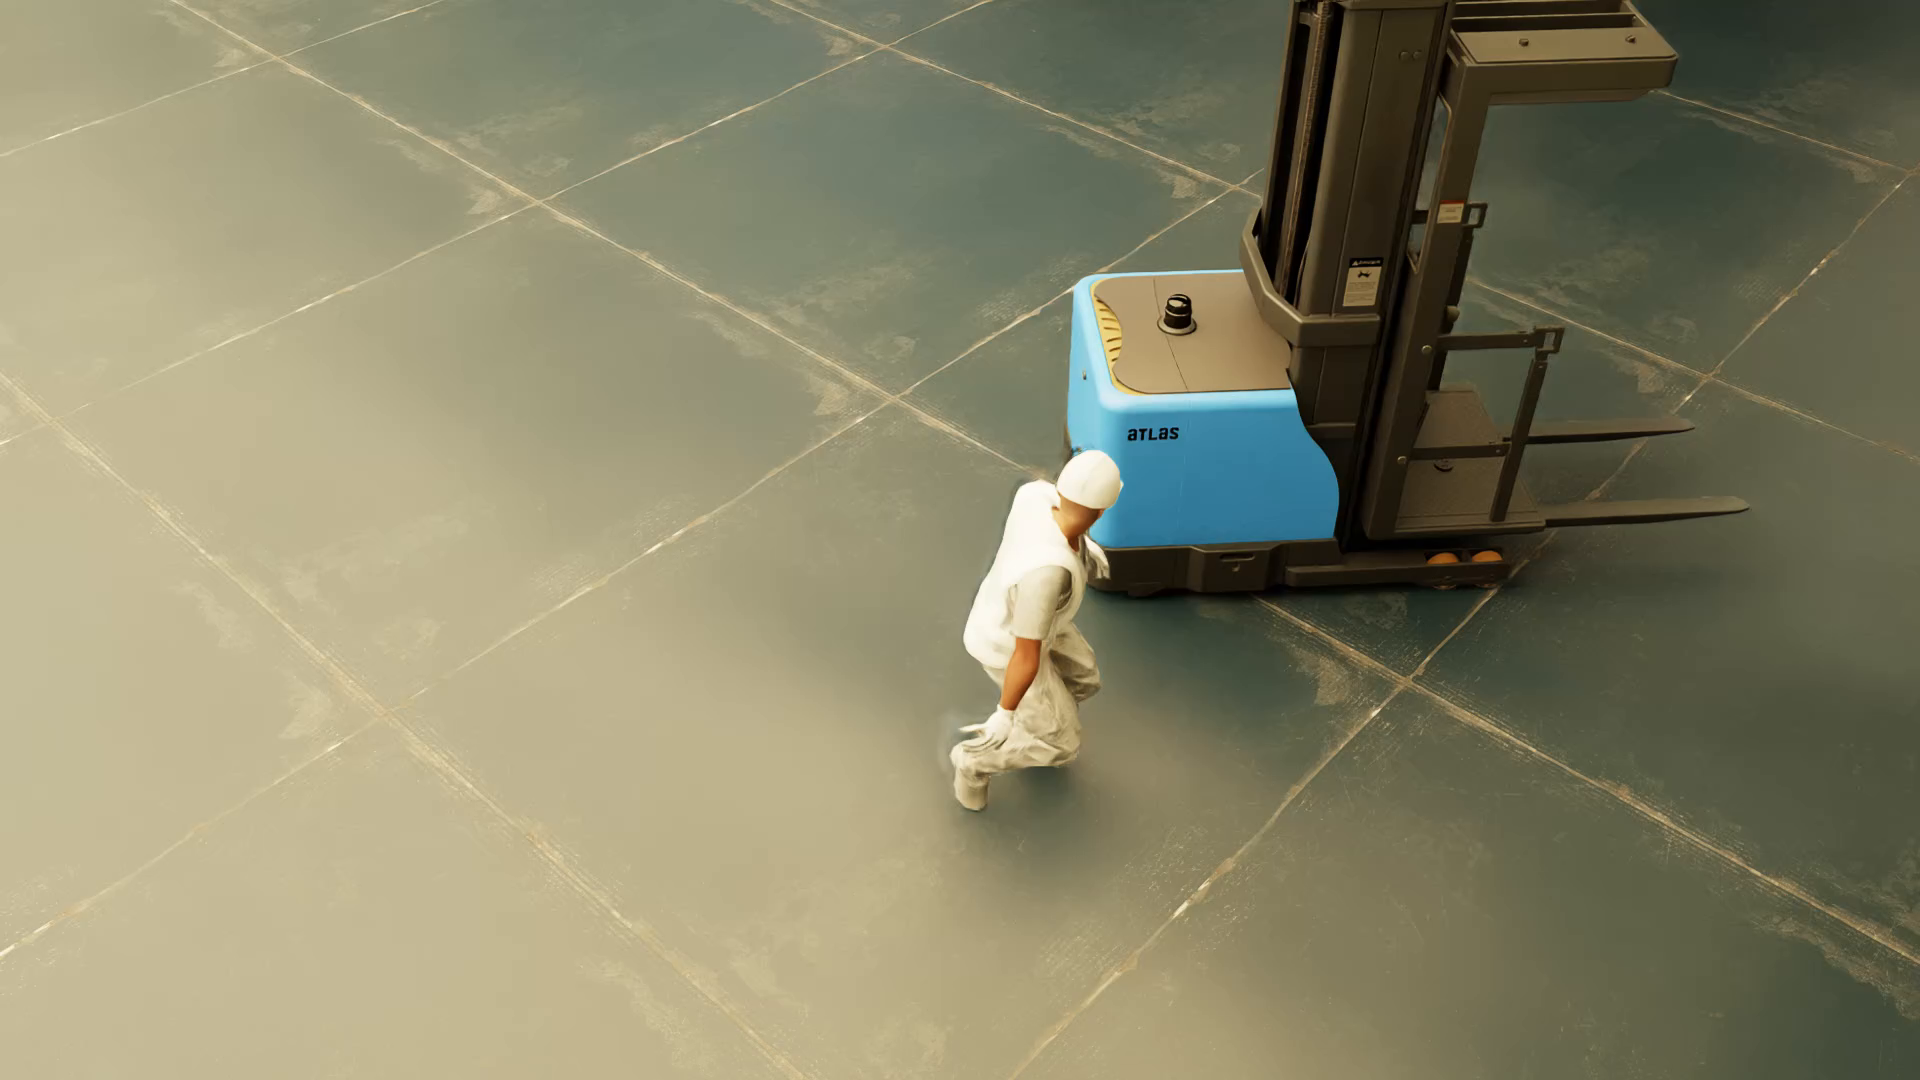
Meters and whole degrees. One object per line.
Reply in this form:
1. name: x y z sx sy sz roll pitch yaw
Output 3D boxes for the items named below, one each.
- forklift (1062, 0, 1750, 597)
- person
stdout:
1. forklift: 2.034 -1.235 6.868 3.031 2.935 1.130 -3 41 -3
2. person: 0.253 0.371 6.066 0.541 1.625 1.015 10 42 11
